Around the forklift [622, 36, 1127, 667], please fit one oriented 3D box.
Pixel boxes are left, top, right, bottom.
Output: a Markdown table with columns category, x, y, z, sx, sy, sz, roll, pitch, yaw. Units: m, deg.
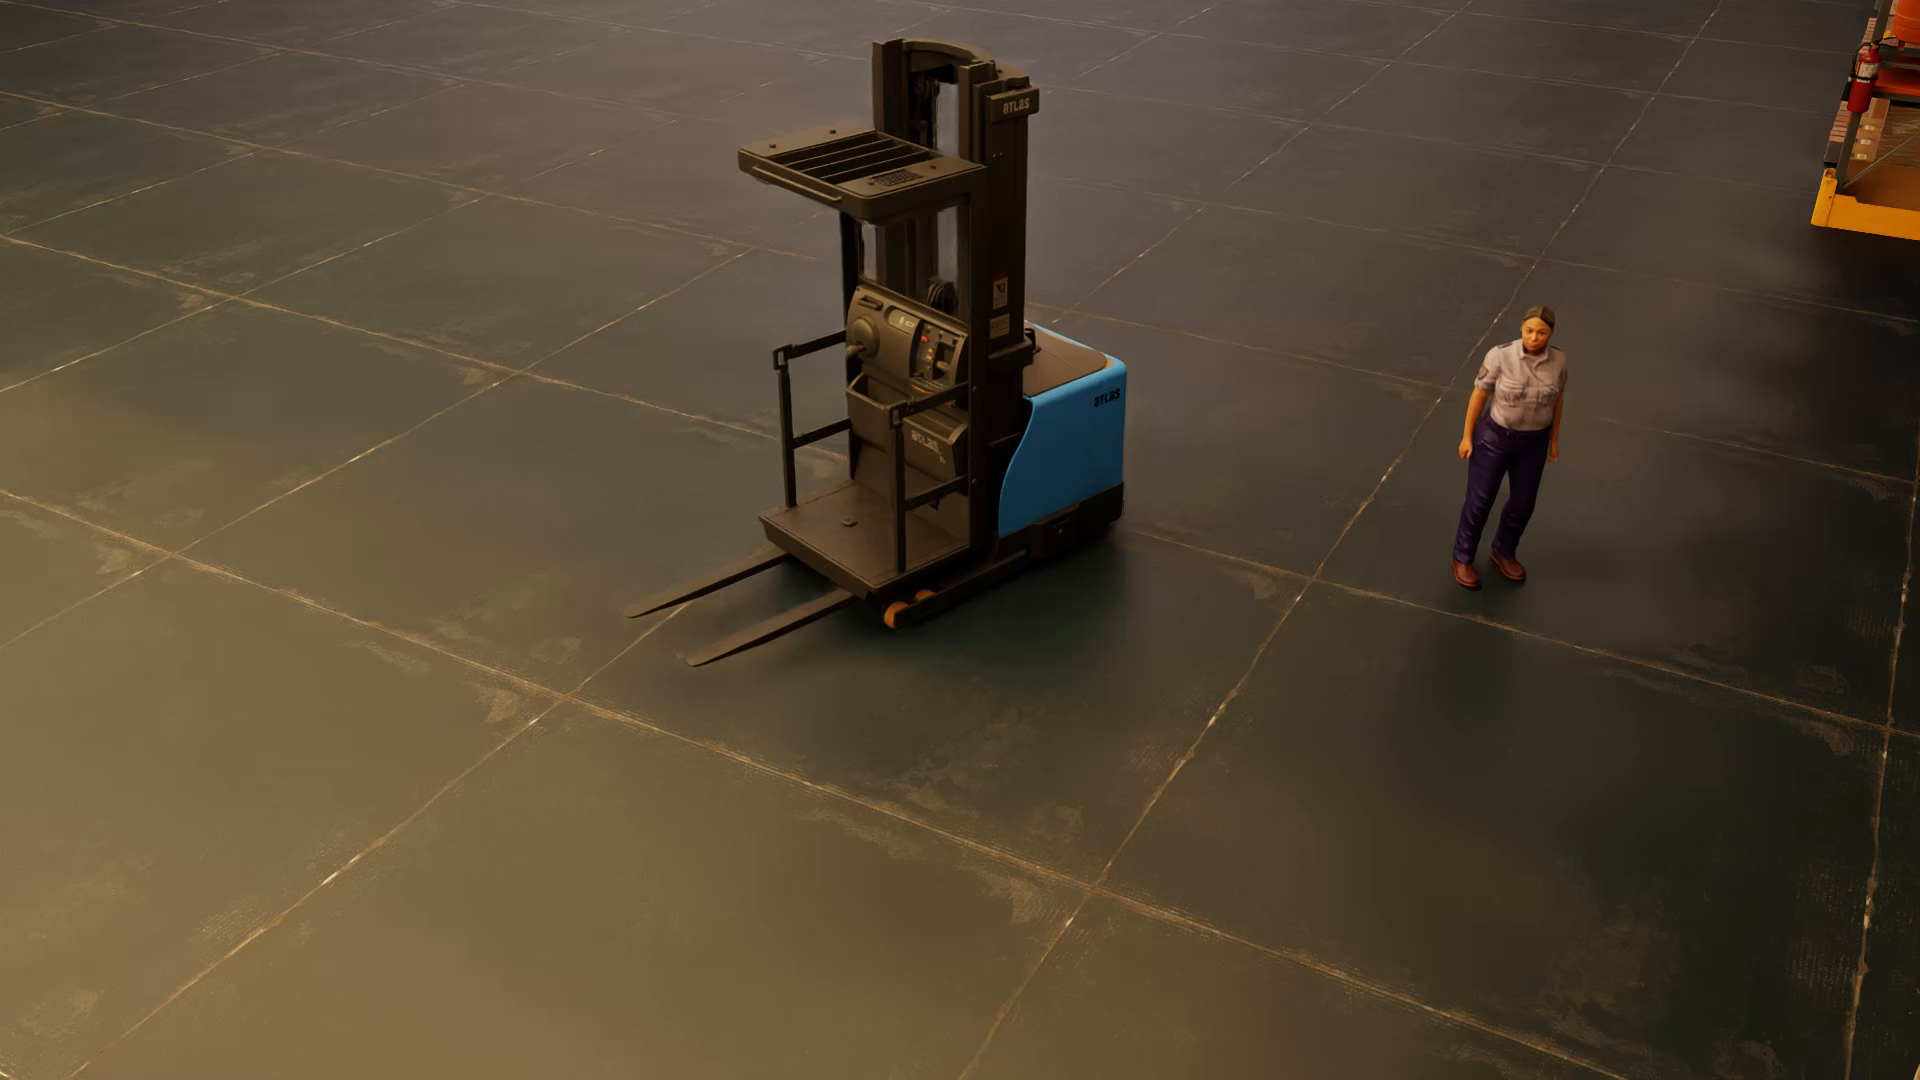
| category | x | y | z | sx | sy | sz | roll | pitch | yaw |
| --- | --- | --- | --- | --- | --- | --- | --- | --- | --- |
| forklift | -0.452 | -1.060 | 8.908 | 3.031 | 2.935 | 1.130 | -24 | 38 | -35 |

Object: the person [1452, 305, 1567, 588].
| category | x | y | z | sx | sy | sz | roll | pitch | yaw |
| --- | --- | --- | --- | --- | --- | --- | --- | --- | --- |
| person | 3.079 | -0.529 | 9.275 | 0.563 | 1.650 | 0.385 | -2 | 30 | -3 |
